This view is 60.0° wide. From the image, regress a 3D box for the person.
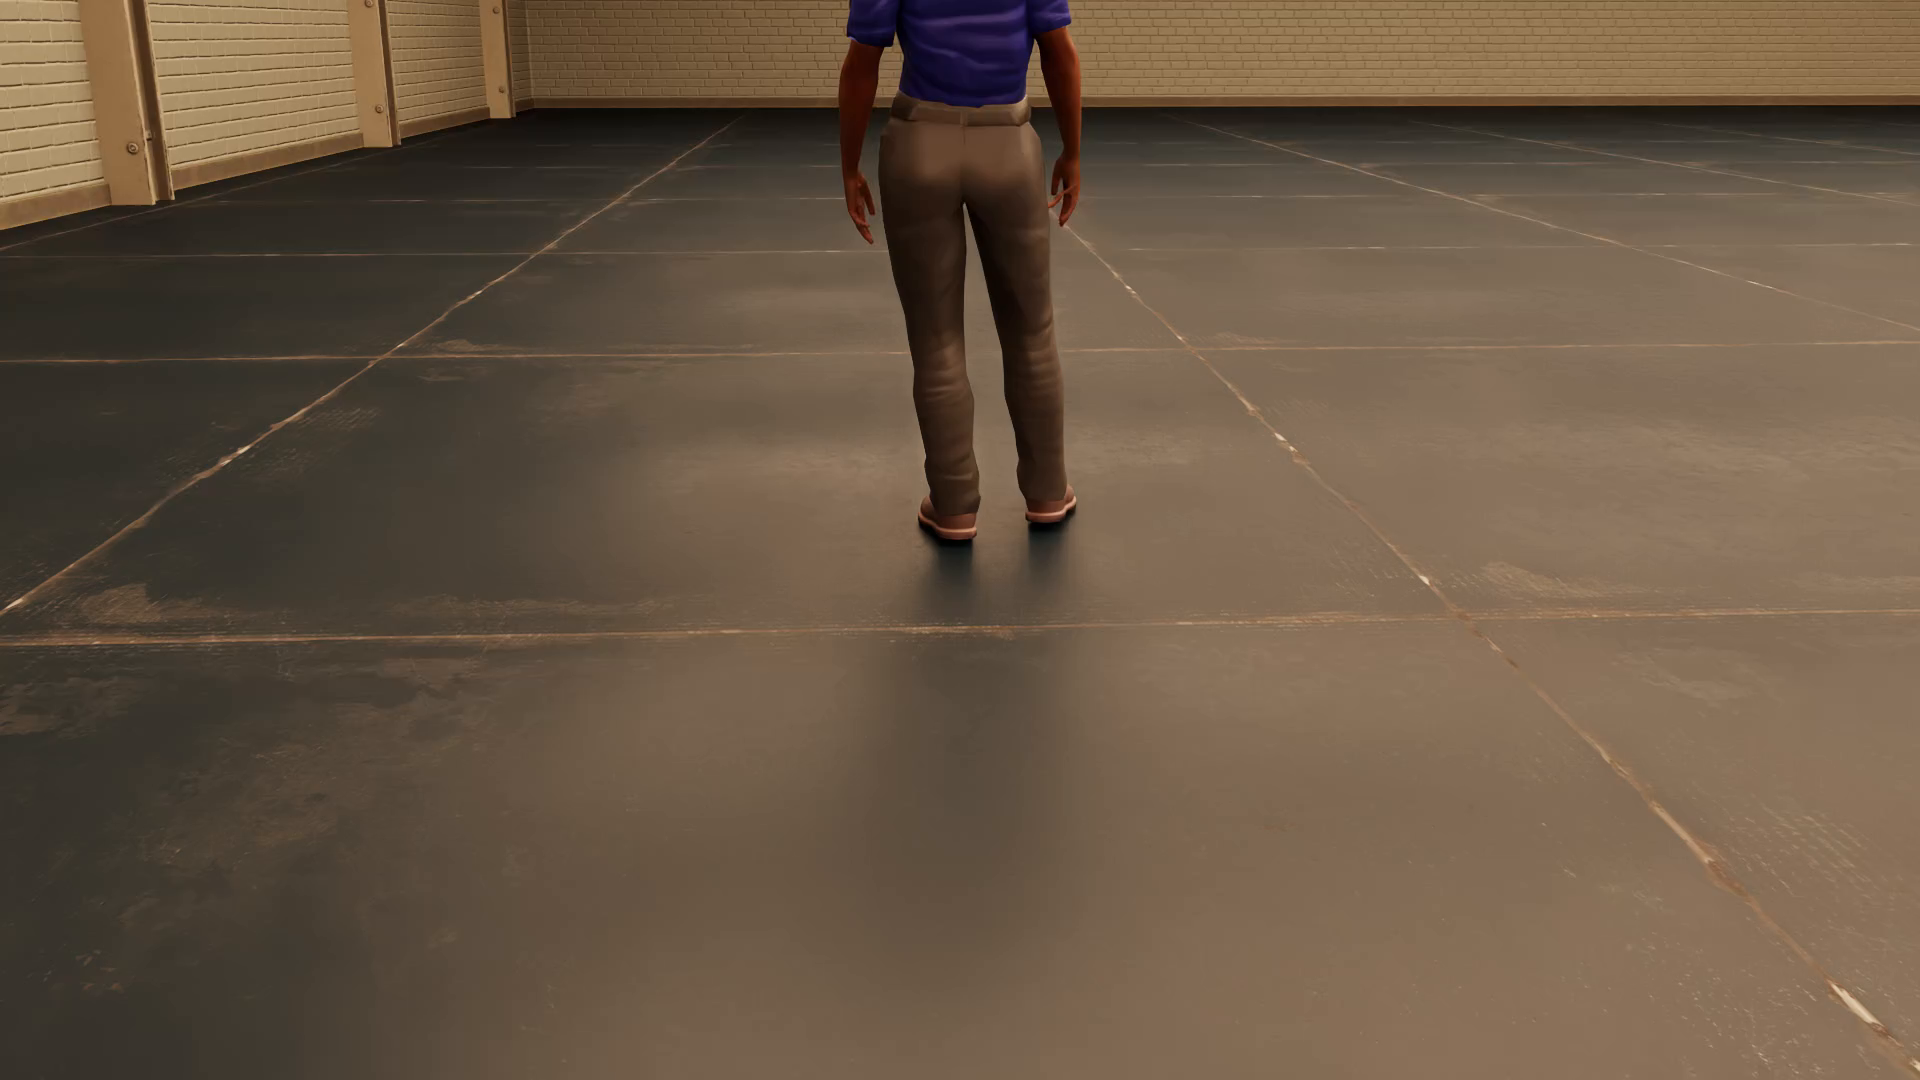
[{"bbox_3d":[0.015,-0.824,3.759,0.569,1.656,0.503,-1,17,-3],"label":"person"}]
